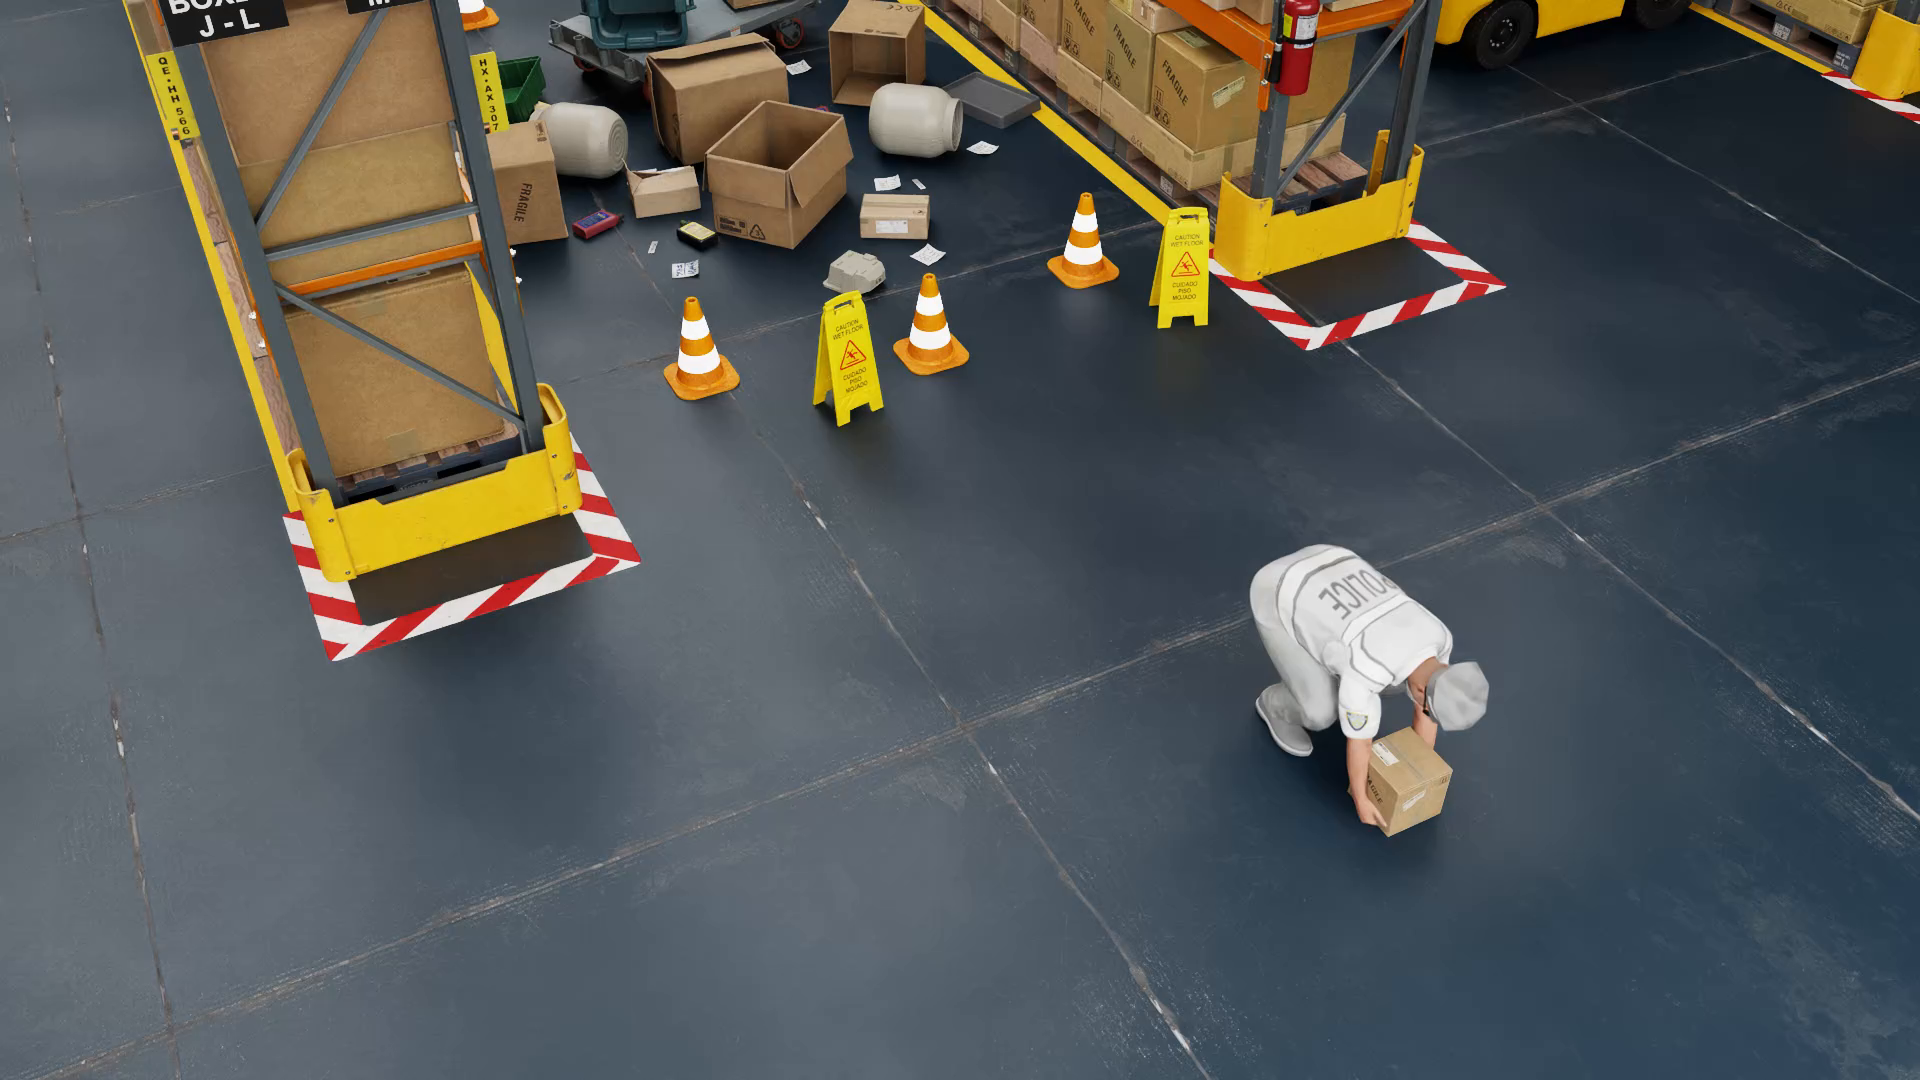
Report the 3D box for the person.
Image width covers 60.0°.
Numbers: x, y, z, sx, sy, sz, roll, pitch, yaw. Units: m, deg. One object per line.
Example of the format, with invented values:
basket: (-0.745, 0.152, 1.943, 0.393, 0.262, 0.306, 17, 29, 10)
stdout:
person: (1.510, 0.528, 6.291, 0.530, 0.815, 1.029, -20, 45, -21)
